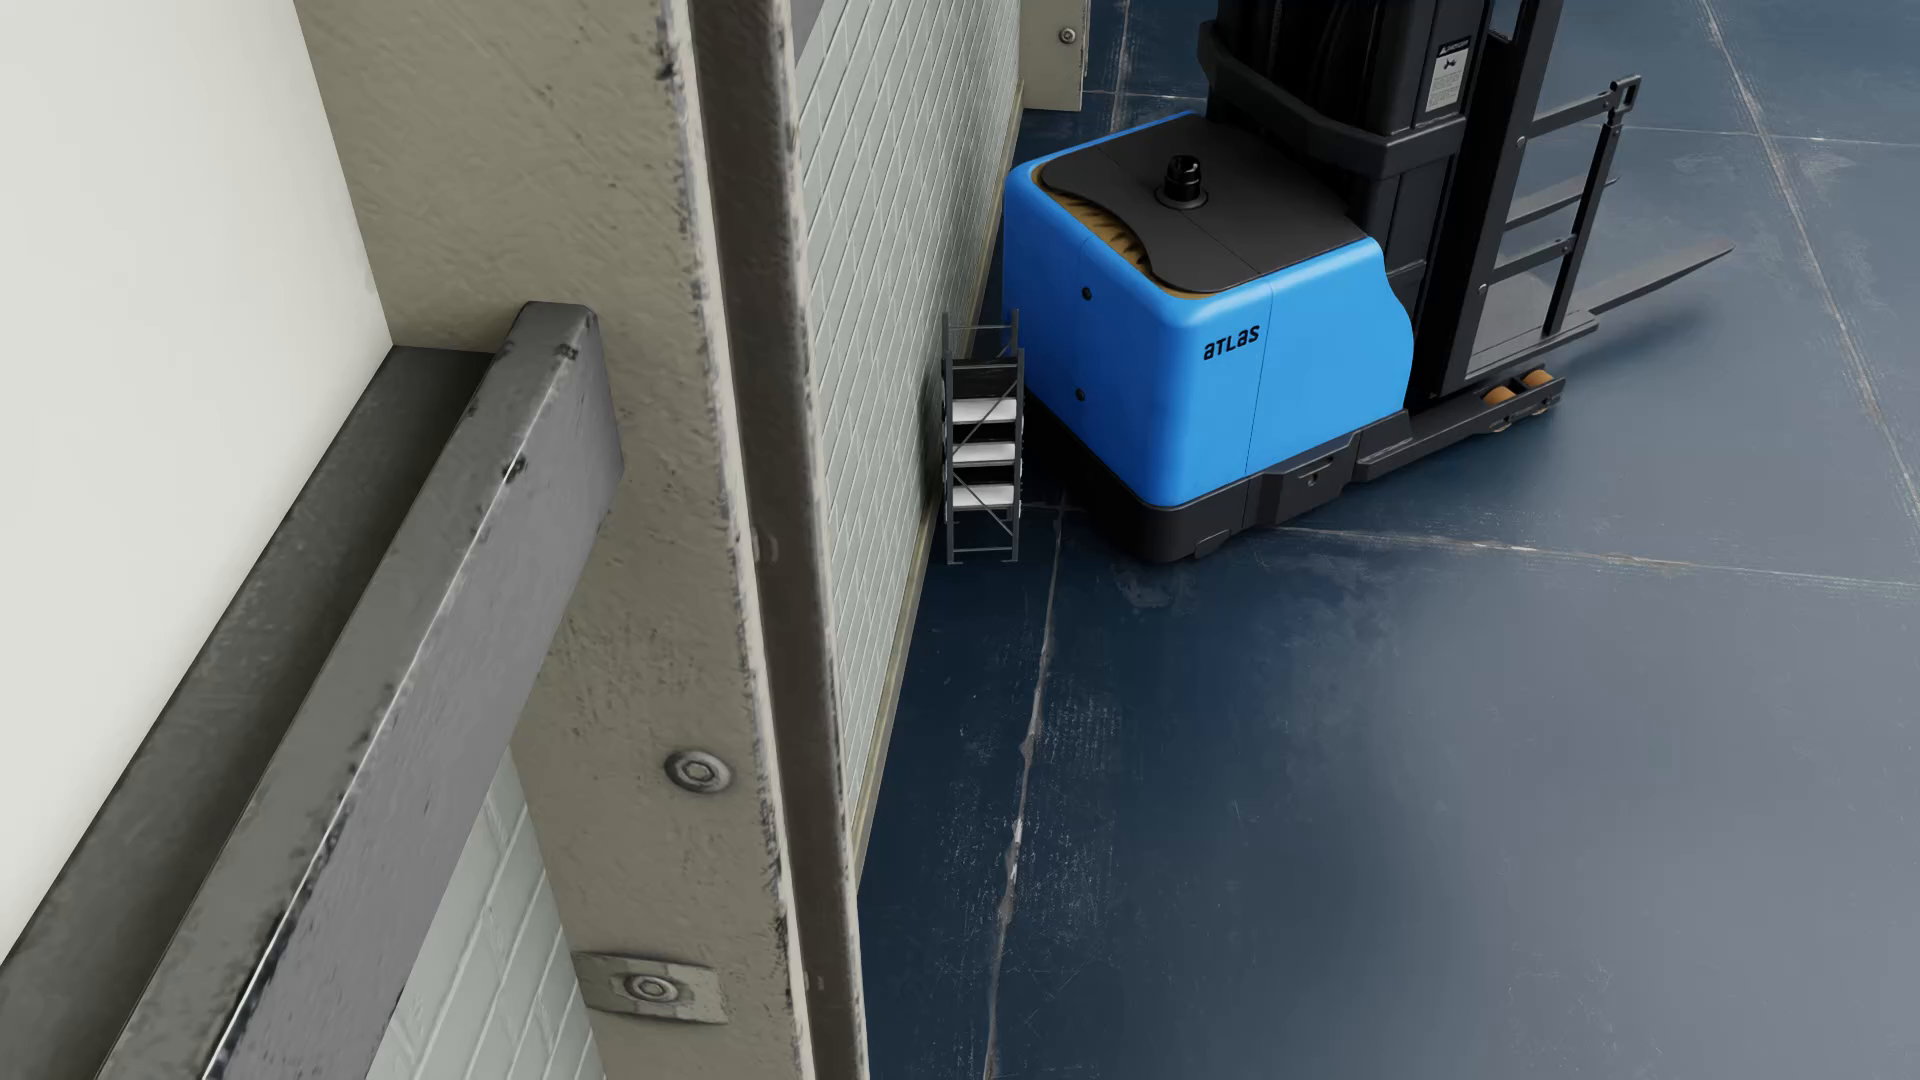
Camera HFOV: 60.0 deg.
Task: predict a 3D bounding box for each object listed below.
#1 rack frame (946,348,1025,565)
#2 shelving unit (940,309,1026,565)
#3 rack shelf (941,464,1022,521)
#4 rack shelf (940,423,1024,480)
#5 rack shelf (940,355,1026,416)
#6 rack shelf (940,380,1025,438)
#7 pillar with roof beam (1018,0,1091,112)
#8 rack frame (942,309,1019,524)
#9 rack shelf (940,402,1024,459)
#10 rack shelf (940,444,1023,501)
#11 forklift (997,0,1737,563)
[{"bbox_3d":[0.077,-0.250,5.360,0.240,0.900,0.006,-3,44,-3],"label":"rack frame"},{"bbox_3d":[0.070,-0.320,5.433,0.258,0.900,0.210,-3,44,-3],"label":"shelving unit"},{"bbox_3d":[0.070,-0.165,5.580,0.258,0.077,0.200,-3,44,-3],"label":"rack shelf"},{"bbox_3d":[0.070,-0.296,5.456,0.258,0.077,0.200,-3,44,-3],"label":"rack shelf"},{"bbox_3d":[0.070,-0.492,5.271,0.258,0.077,0.200,-3,44,-3],"label":"rack shelf"},{"bbox_3d":[0.070,-0.426,5.333,0.258,0.077,0.200,-3,44,-3],"label":"rack shelf"},{"bbox_3d":[4.712,-5.061,4.550,9.100,9.000,0.400,5,44,6],"label":"pillar with roof beam"},{"bbox_3d":[0.063,-0.390,5.507,0.240,0.900,0.006,-3,44,-3],"label":"rack frame"},{"bbox_3d":[0.070,-0.361,5.394,0.258,0.077,0.200,-3,44,-3],"label":"rack shelf"},{"bbox_3d":[0.070,-0.230,5.518,0.258,0.077,0.200,-3,44,-3],"label":"rack shelf"},{"bbox_3d":[1.660,-1.754,5.471,3.031,2.935,1.130,-23,48,-22],"label":"forklift"}]
